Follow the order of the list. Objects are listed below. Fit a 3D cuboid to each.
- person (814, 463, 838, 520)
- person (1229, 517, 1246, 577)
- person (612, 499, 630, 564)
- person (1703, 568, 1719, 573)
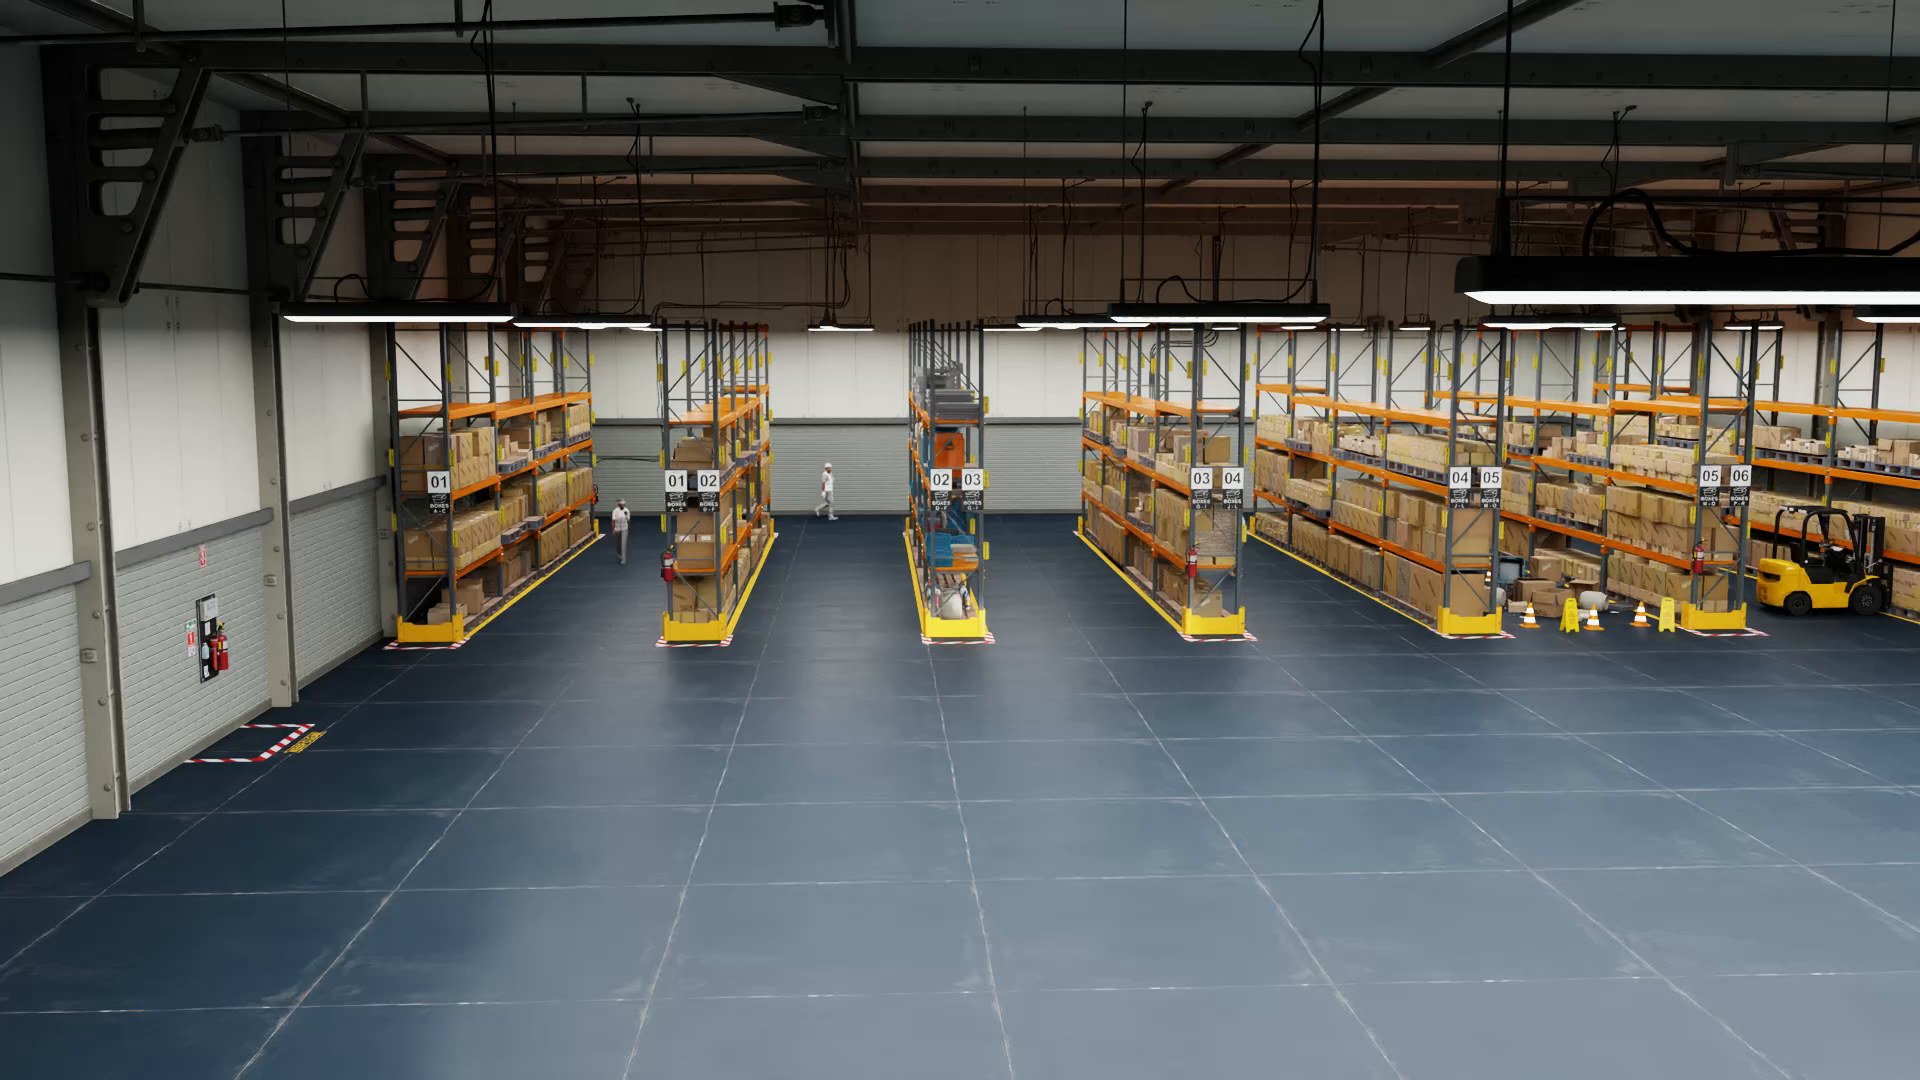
[{"bbox_3d":[-4.142,-1.502,51.317,0.769,1.766,0.515,0,7,-3],"label":"person"},{"bbox_3d":[6.514,-0.020,39.415,0.540,1.695,1.067,-2,7,-12],"label":"person"},{"bbox_3d":[-8.502,-0.253,41.738,0.435,1.614,1.045,0,7,-4],"label":"person"},{"bbox_3d":[16.884,0.291,37.298,0.446,1.669,0.525,-2,7,-18],"label":"person"}]
